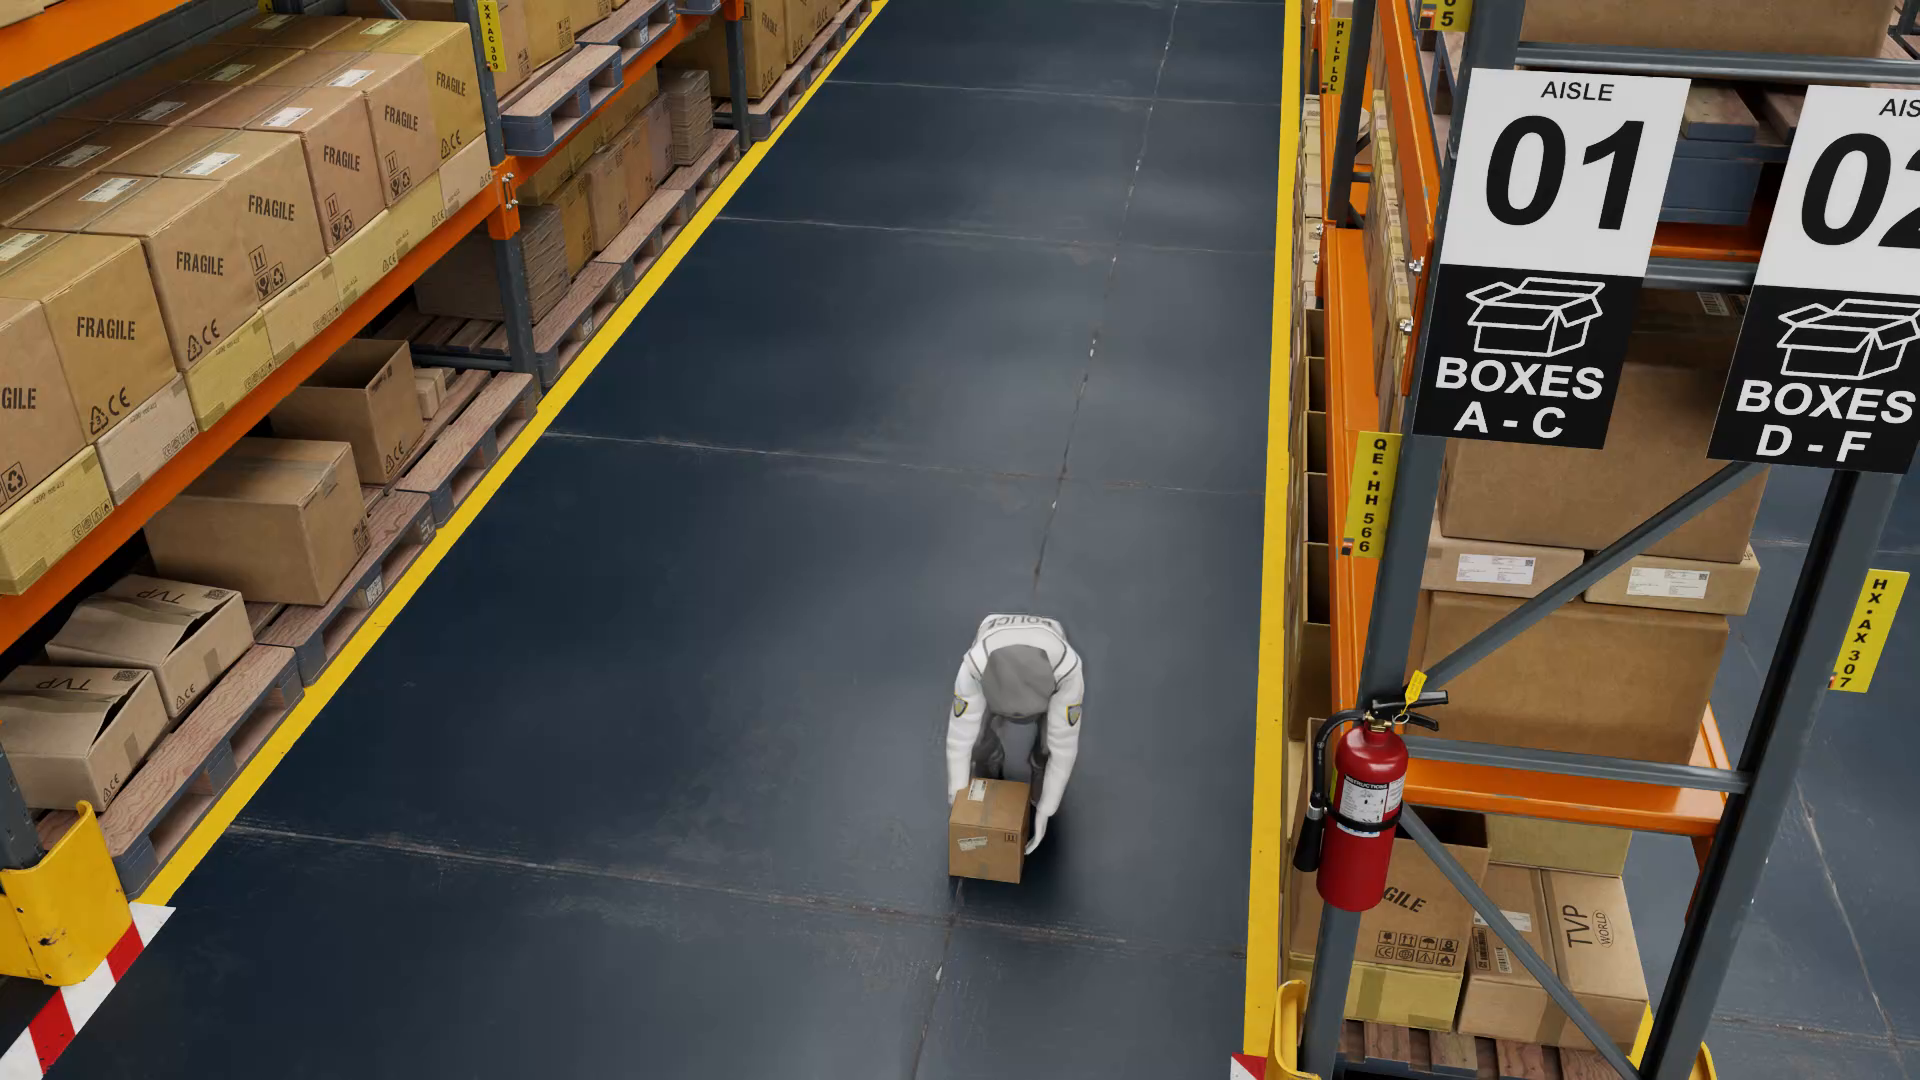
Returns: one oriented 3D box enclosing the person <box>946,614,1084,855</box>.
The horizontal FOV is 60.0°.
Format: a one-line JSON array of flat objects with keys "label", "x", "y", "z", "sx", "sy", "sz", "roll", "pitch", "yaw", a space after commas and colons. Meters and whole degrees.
[{"label": "person", "x": 0.210, "y": 0.589, "z": 5.946, "sx": 0.471, "sy": 0.886, "sz": 0.856, "roll": 5, "pitch": 33, "yaw": 8}]
